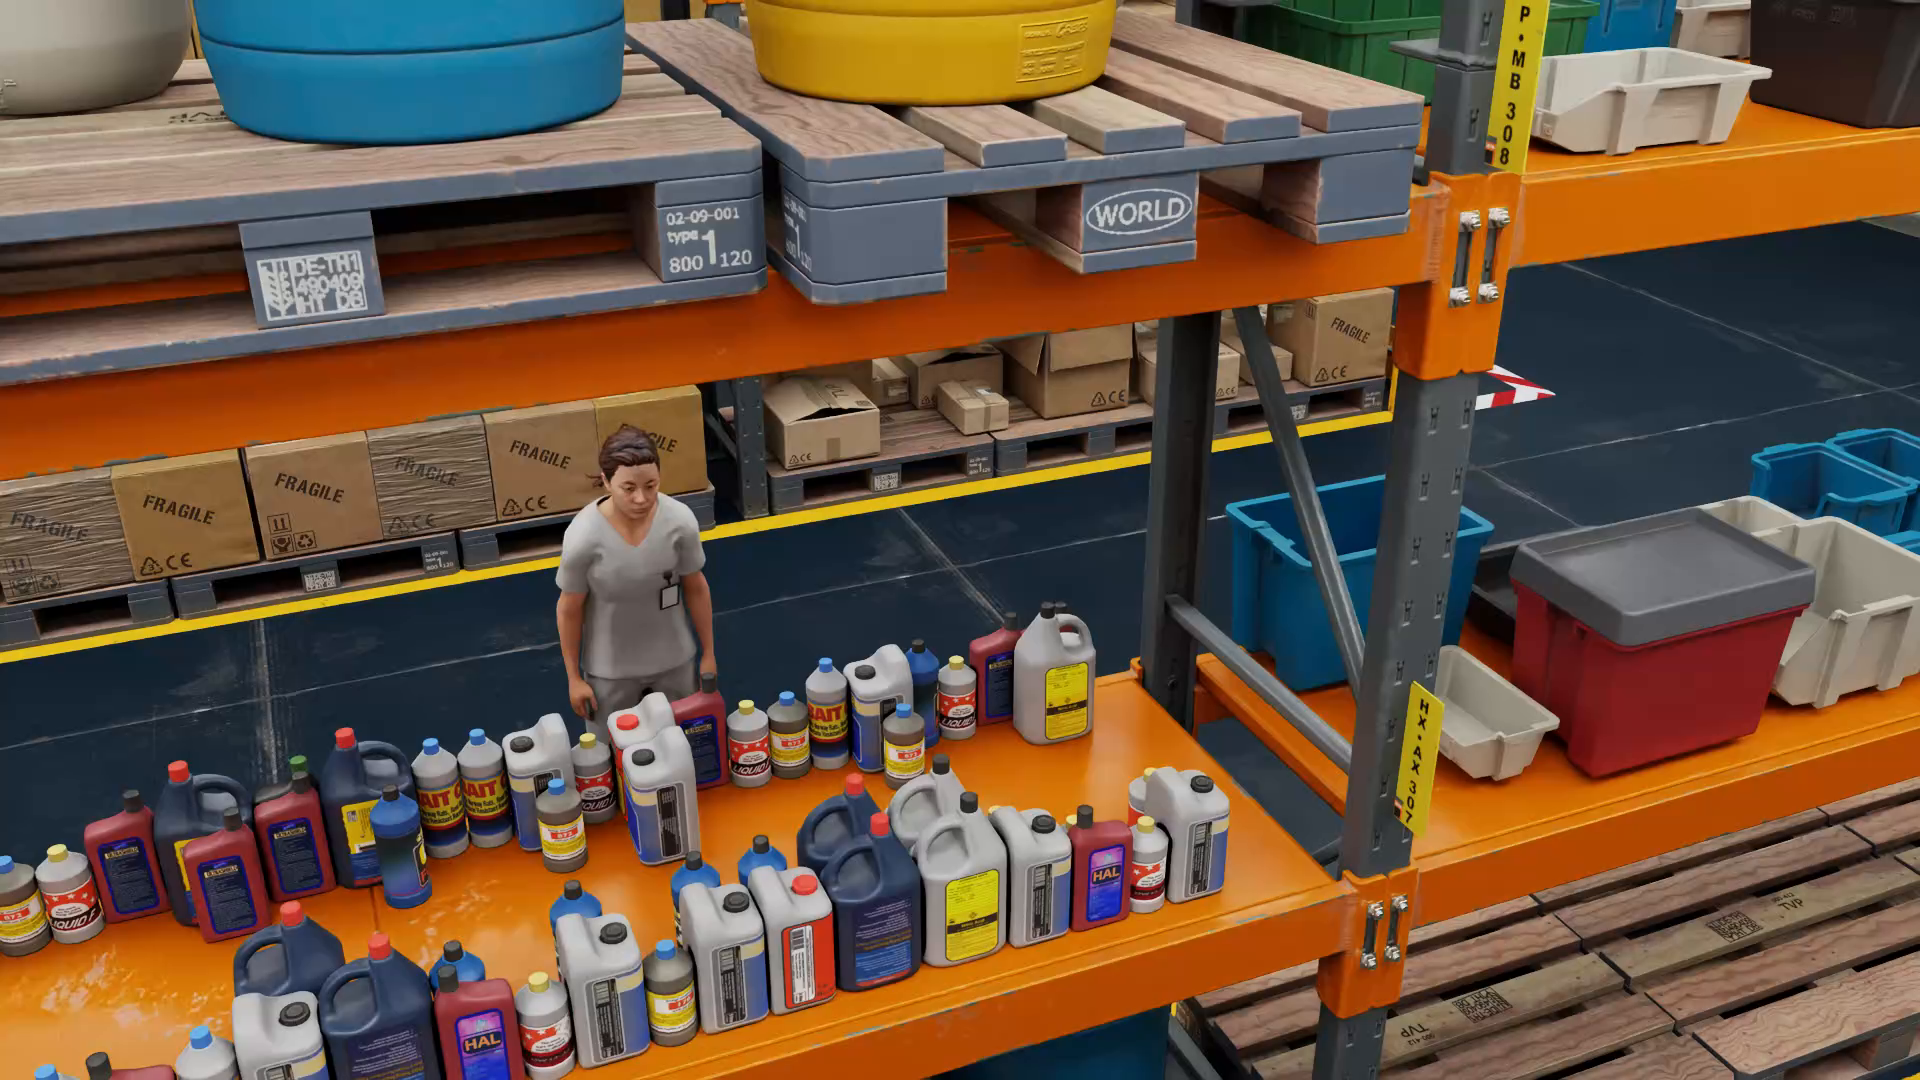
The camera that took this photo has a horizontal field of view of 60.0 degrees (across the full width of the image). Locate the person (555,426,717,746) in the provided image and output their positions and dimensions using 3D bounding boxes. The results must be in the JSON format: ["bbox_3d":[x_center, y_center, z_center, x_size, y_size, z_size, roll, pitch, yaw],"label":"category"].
[{"bbox_3d":[-1.008,0.412,5.269,0.490,1.673,0.354,-11,28,-21],"label":"person"}]
